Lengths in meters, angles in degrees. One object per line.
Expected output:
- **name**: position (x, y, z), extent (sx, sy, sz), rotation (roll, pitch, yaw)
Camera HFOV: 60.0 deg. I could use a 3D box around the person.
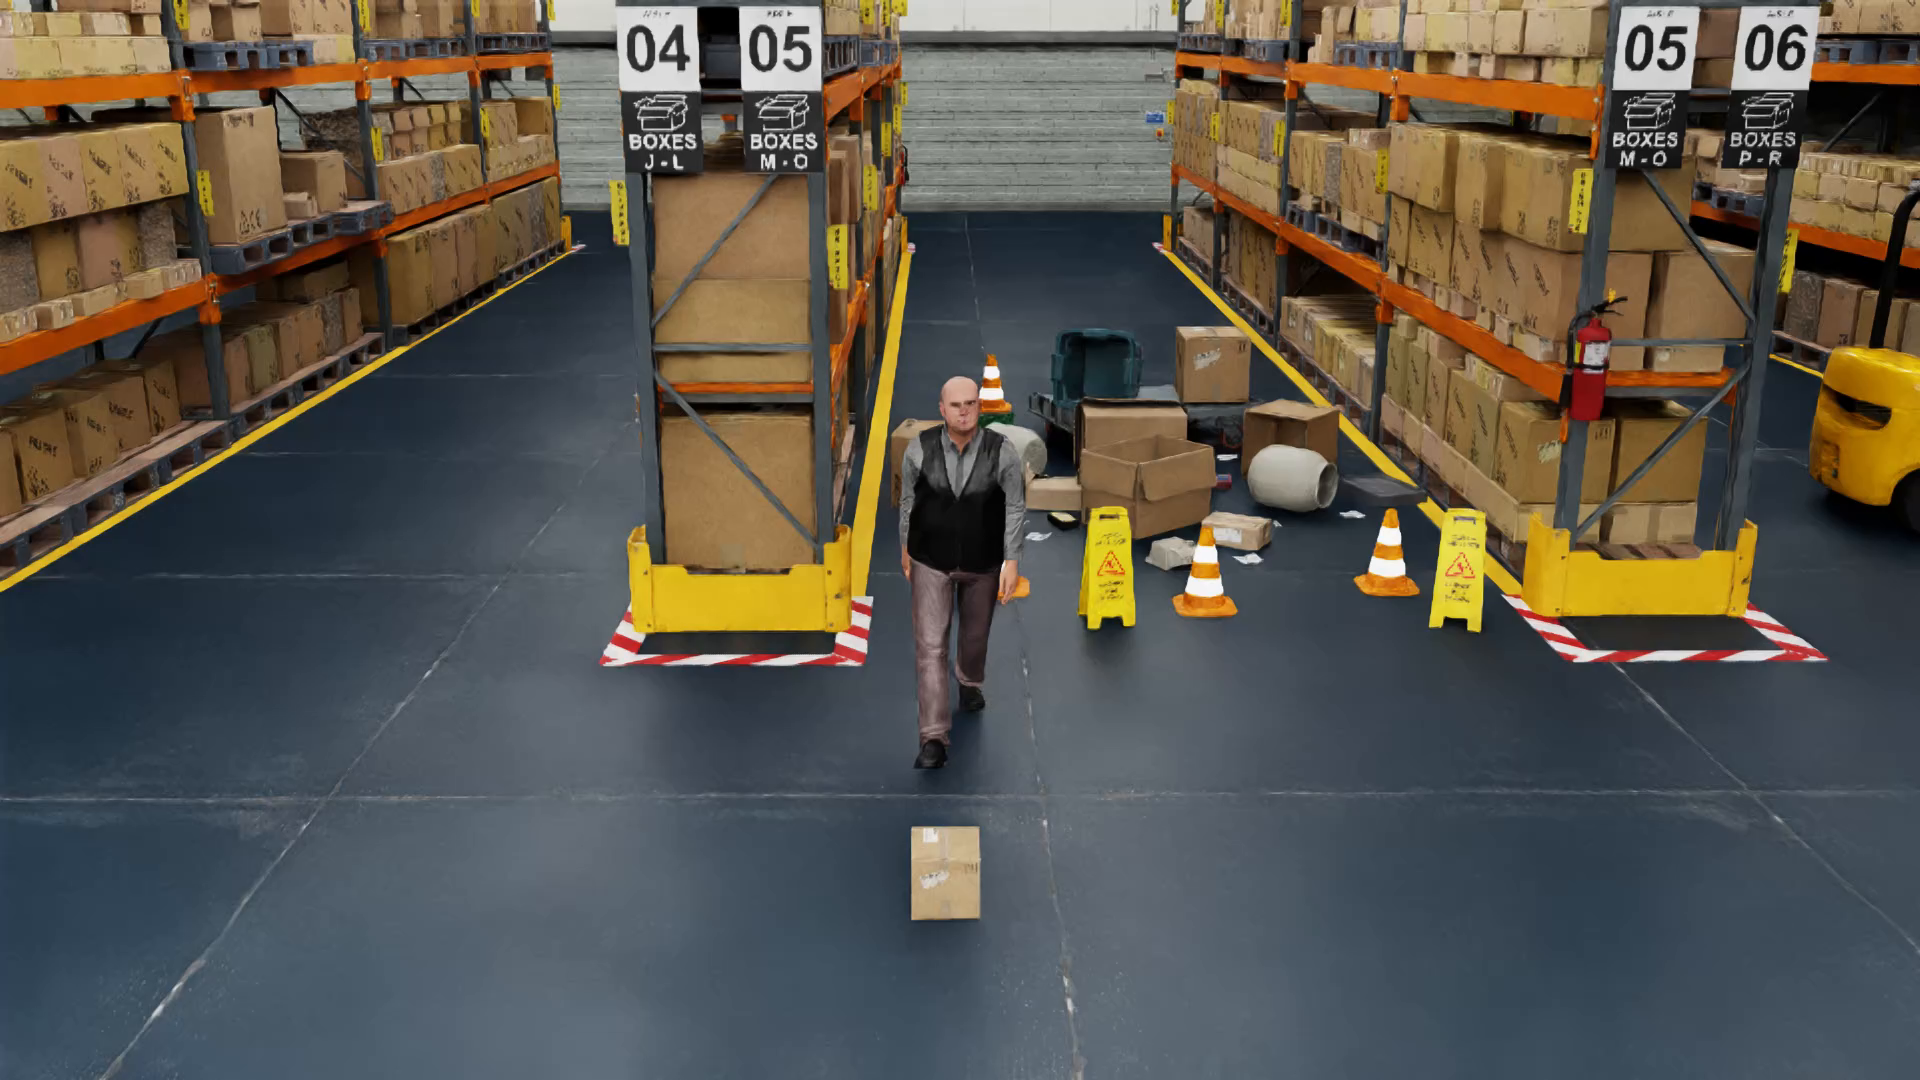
- **person**: position (0.012, 0.097, 7.301), extent (0.553, 1.652, 1.072), rotation (-1, 17, -3)
